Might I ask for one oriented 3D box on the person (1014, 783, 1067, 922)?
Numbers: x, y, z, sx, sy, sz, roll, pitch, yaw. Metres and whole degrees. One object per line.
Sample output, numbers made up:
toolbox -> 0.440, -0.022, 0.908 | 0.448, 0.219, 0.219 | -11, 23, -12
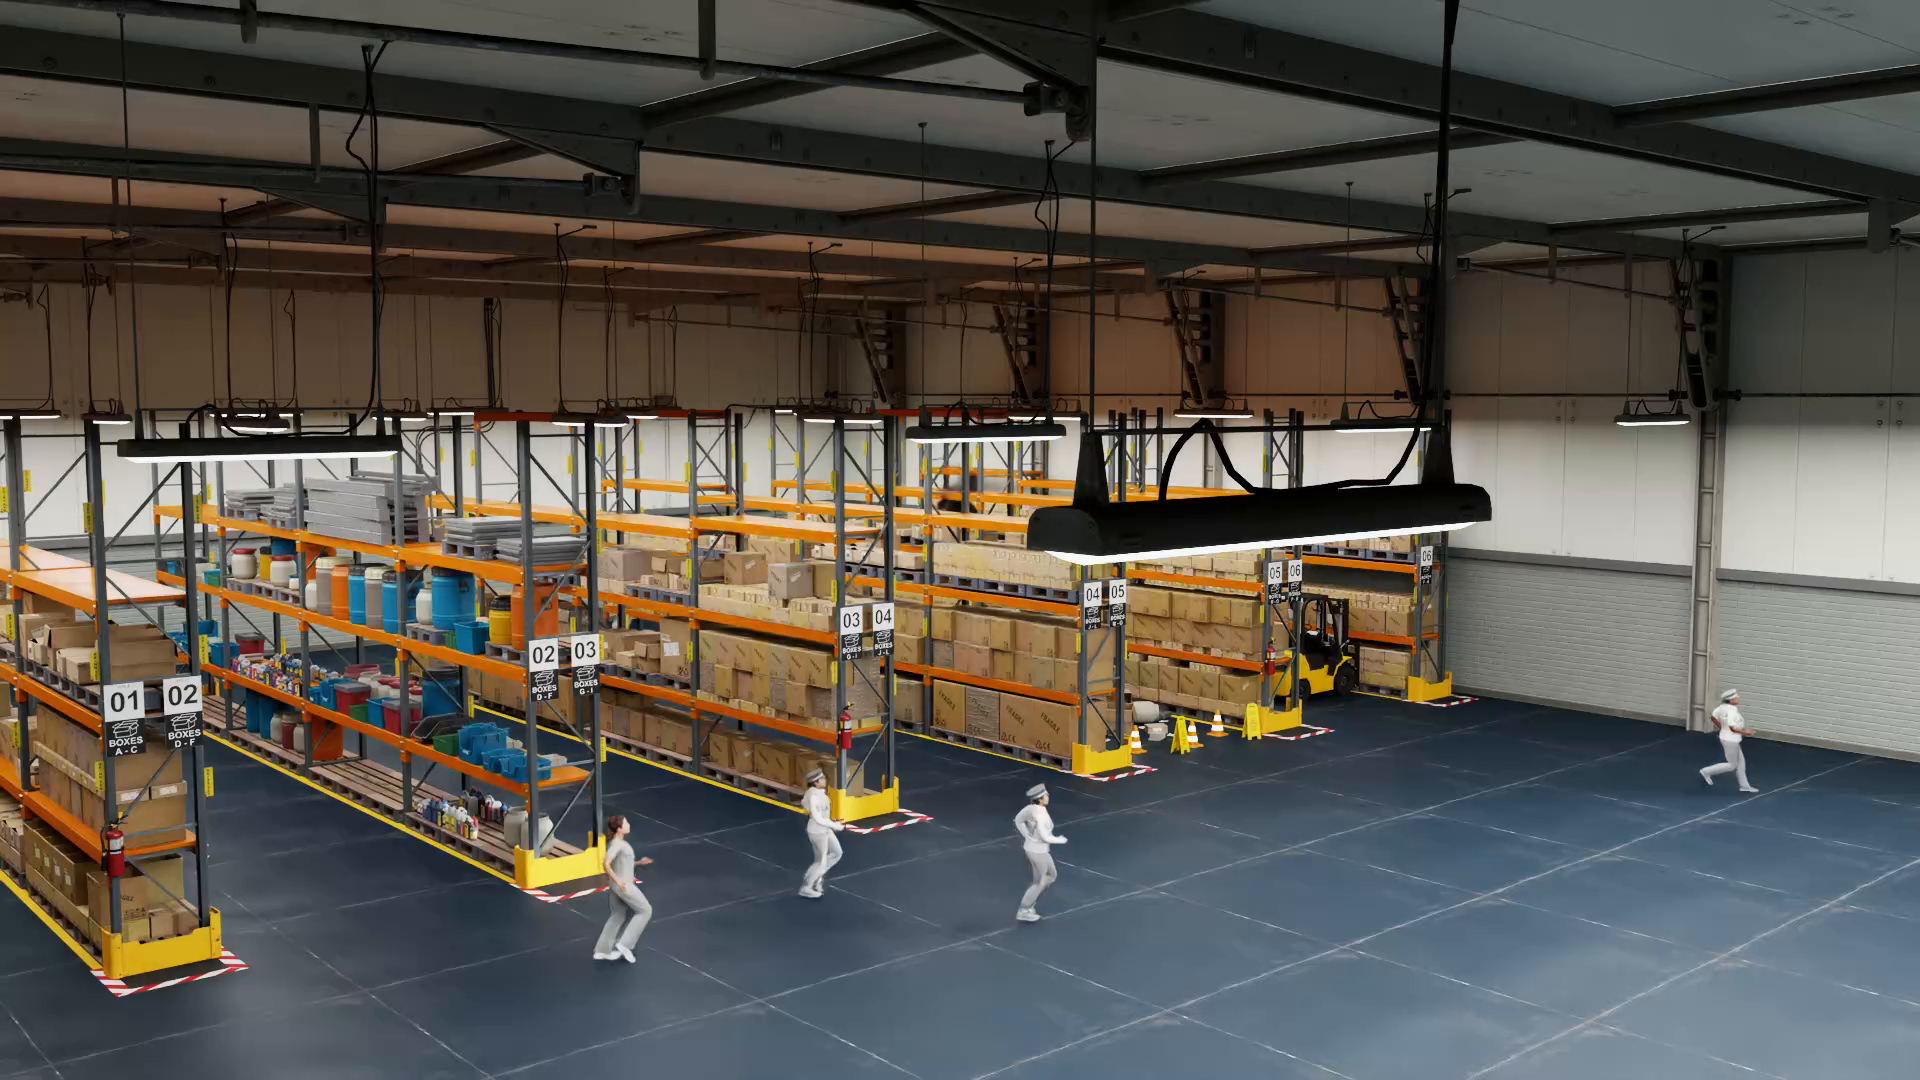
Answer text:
person -> 0.968, 3.739, 19.963 | 0.618, 1.671, 0.635 | -1, 5, -12

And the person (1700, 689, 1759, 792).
person -> 12.219, 3.179, 26.386 | 0.934, 1.666, 0.595 | 1, 5, 8

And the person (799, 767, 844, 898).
person -> -1.750, 3.663, 20.927 | 0.575, 1.656, 0.627 | 0, 5, -4

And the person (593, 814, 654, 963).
person -> -3.743, 3.872, 18.489 | 0.681, 1.668, 0.536 | -2, 5, -22

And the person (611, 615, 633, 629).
person -> -8.405, 1.883, 41.419 | 0.556, 1.620, 0.606 | -5, 7, -43
